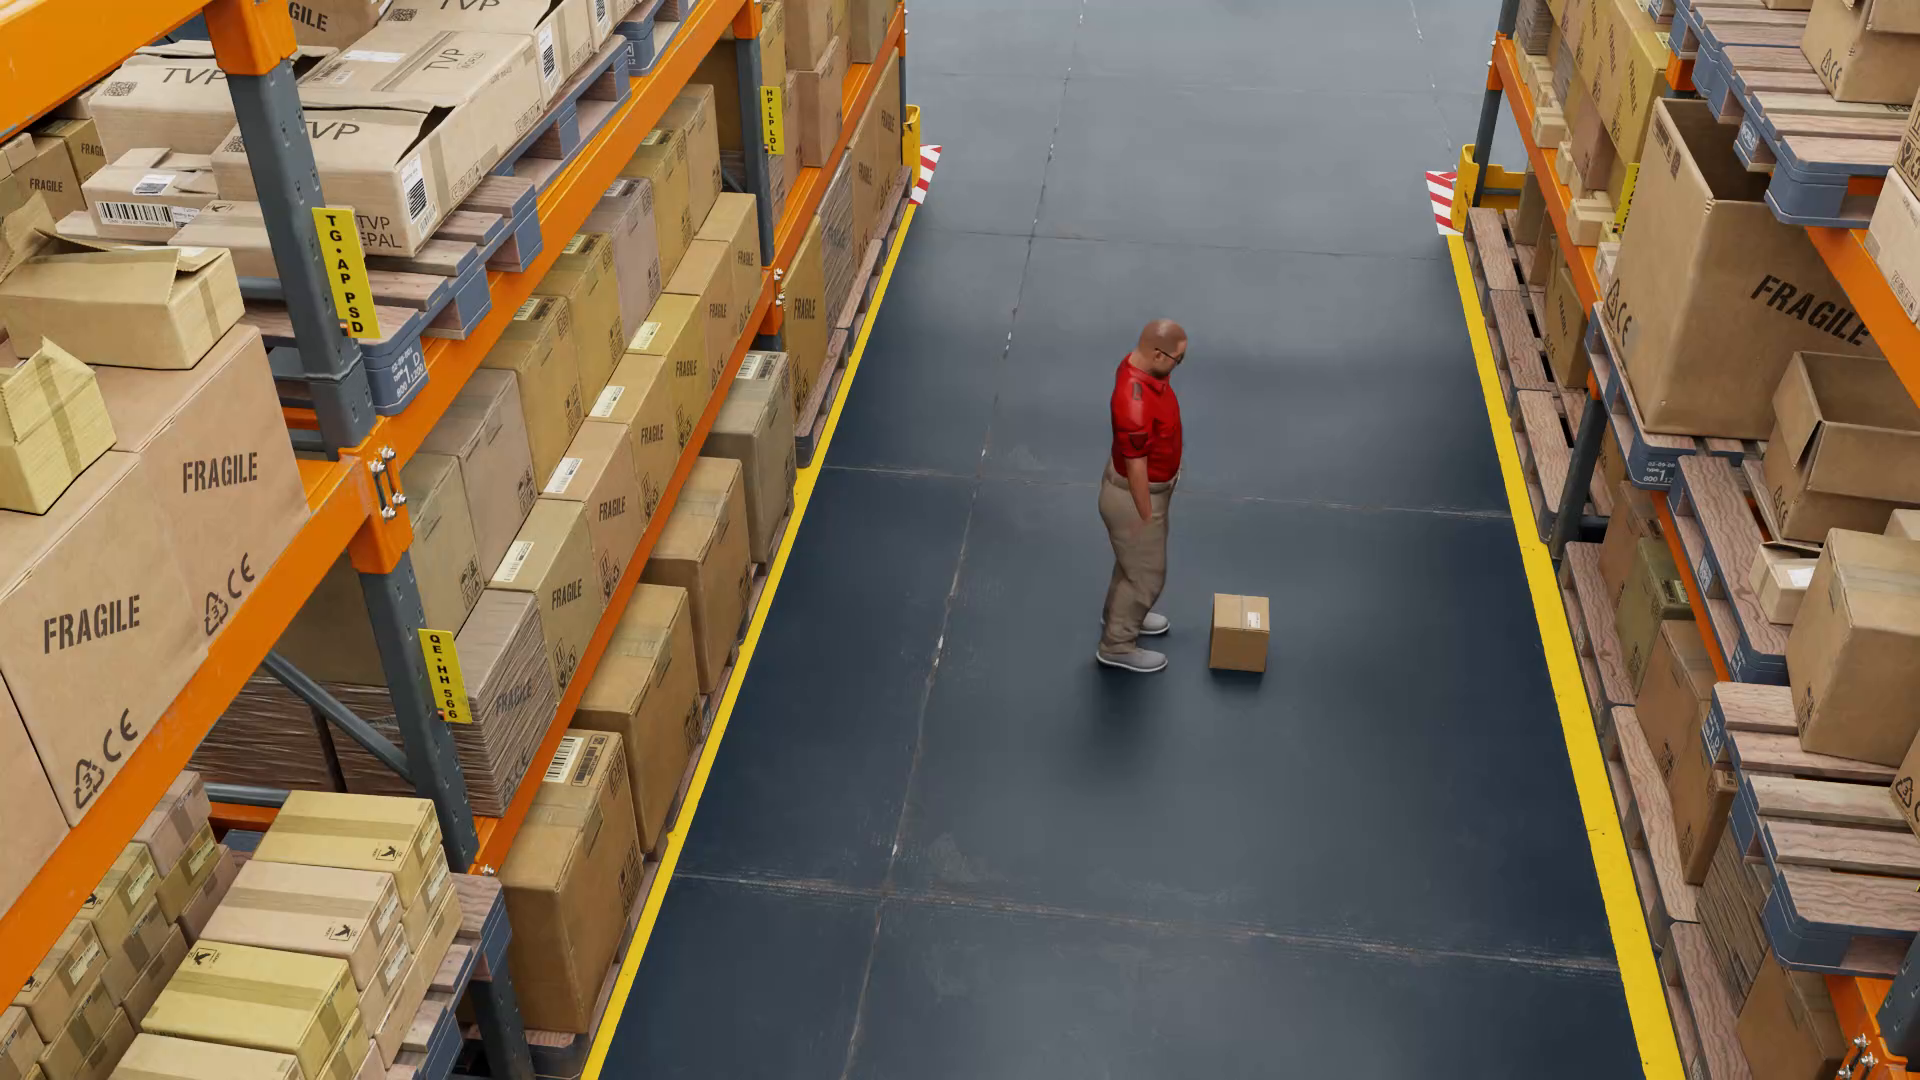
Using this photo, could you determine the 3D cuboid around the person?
[{"bbox_3d":[0.806,-0.214,7.374,0.367,1.714,0.538,5,36,7],"label":"person"}]
